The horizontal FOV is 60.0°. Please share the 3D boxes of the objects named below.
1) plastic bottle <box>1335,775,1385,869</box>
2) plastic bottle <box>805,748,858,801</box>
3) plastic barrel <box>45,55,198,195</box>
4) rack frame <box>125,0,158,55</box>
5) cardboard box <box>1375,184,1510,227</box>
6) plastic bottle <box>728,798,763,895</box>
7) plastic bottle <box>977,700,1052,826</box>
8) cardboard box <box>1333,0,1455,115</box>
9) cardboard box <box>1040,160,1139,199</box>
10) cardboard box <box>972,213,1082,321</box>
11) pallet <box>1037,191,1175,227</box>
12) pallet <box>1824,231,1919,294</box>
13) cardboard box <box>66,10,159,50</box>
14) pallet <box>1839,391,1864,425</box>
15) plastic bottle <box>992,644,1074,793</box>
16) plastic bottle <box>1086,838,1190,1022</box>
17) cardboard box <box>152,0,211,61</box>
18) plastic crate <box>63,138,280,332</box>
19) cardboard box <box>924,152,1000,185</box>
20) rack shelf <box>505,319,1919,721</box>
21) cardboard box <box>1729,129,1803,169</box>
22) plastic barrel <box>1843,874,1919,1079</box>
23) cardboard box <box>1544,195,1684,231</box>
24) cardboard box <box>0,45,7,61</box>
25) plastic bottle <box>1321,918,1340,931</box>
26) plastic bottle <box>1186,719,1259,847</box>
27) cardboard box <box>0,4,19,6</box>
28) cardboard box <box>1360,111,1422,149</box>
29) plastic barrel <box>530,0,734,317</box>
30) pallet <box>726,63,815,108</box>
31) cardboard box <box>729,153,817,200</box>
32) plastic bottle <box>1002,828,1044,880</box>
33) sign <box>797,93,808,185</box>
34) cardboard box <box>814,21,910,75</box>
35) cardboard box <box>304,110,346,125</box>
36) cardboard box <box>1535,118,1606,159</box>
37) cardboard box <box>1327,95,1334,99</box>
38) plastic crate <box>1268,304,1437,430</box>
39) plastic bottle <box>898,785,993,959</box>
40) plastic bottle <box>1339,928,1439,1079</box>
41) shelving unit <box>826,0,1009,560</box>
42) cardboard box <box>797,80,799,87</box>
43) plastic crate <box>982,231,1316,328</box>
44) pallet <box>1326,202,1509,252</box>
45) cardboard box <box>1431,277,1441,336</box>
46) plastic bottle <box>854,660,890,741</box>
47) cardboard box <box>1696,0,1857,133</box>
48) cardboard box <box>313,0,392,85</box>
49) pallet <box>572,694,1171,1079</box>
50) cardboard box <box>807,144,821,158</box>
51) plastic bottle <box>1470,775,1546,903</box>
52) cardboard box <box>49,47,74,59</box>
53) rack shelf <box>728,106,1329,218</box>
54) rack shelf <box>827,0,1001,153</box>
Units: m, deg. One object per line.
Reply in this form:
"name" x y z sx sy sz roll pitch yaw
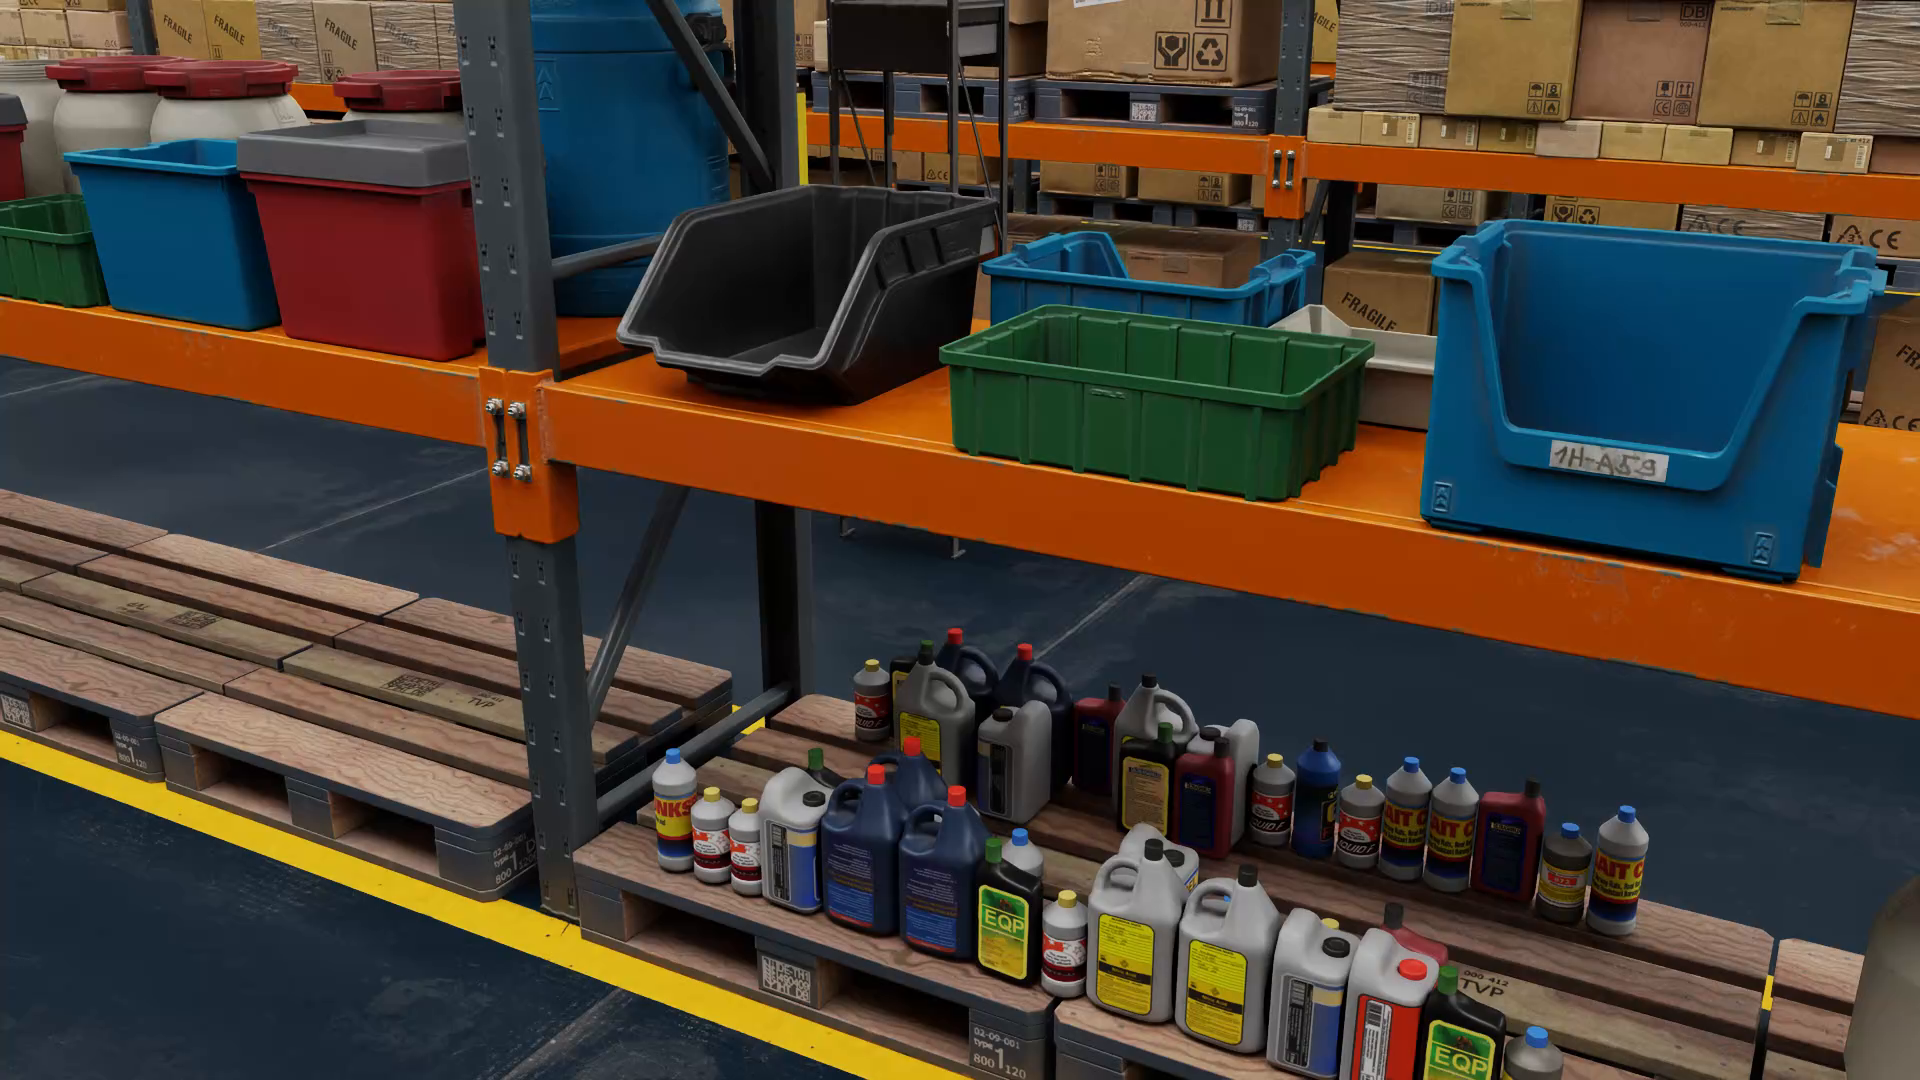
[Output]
"plastic bottle" 0.894 0.621 3.712 0.097 0.201 0.097 0 20 0
"plastic bottle" -0.283 0.599 3.652 0.133 0.283 0.061 11 23 27
"plastic barrel" -2.441 -1.150 4.938 0.433 0.535 0.433 0 20 0
"rack frame" -5.263 -3.473 11.540 0.127 3.000 1.000 11 23 27
"cardboard box" 3.643 -2.819 12.420 0.750 0.750 1.050 11 23 27
"plastic bottle" -0.452 0.658 3.611 0.097 0.201 0.097 0 20 0
"plastic bottle" 0.126 0.507 3.918 0.135 0.276 0.152 11 23 27
"cardboard box" 2.084 -2.236 7.548 0.500 0.500 0.875 11 23 27
"cardboard box" 1.224 -3.279 13.690 0.750 0.750 1.050 10 22 27
"cardboard box" 0.300 -1.461 9.013 0.500 0.500 0.700 9 22 23
"pallet" 1.388 -2.803 13.783 1.213 0.211 1.003 11 23 27
"pallet" 5.923 -1.939 11.401 1.213 0.211 1.003 11 23 27
"cardboard box" -5.776 -3.538 11.502 0.500 0.250 0.500 10 22 26
"pallet" 3.394 -0.528 7.511 1.213 0.211 1.003 11 23 27
"plastic bottle" 0.176 0.424 4.038 0.185 0.351 0.144 10 22 25
"plastic bottle" 0.344 0.730 3.193 0.185 0.351 0.144 11 22 27
"cardboard box" -4.983 -3.369 11.107 0.500 0.500 0.500 11 23 27
"plastic crate" -1.809 -0.751 4.061 0.575 0.384 0.392 11 23 27
"cardboard box" 0.034 -3.321 14.173 0.500 0.500 0.500 11 23 27
"rack shelf" 1.052 0.003 3.014 4.000 0.370 1.077 11 23 27
"cardboard box" 3.319 -1.626 6.816 0.250 0.149 0.380 11 23 27
"plastic barrel" 1.749 0.799 2.796 0.421 0.512 0.421 0 20 0
"cardboard box" 4.743 -2.675 11.842 0.875 0.875 0.875 11 23 28
"cardboard box" -6.811 -3.522 12.043 0.250 0.149 0.380 10 22 26
"plastic bottle" 0.698 0.818 3.171 0.097 0.201 0.097 0 20 0
"plastic bottle" 0.598 0.541 3.825 0.135 0.276 0.152 11 23 28
"cardboard box" -7.115 -3.793 12.206 0.500 0.250 0.500 10 22 26
"cardboard box" 1.974 -1.854 7.445 0.250 0.149 0.380 11 23 27
"plastic barrel" -0.884 -1.058 4.148 0.708 0.901 0.600 11 23 27
"pallet" -1.097 -2.631 9.500 1.003 0.211 1.213 11 23 27
"cardboard box" -1.171 -2.090 9.647 0.500 0.250 0.500 12 23 29
"plastic bottle" 0.120 0.710 3.364 0.097 0.271 0.097 0 20 0
"sign" -0.416 -0.960 4.207 0.005 0.325 0.100 11 23 27
"cardboard box" -0.420 -2.587 8.703 0.500 0.250 0.500 10 22 26
"cardboard box" -3.914 -2.423 11.145 0.875 0.875 1.225 10 22 25
"cardboard box" 2.627 -1.728 7.098 0.250 0.149 0.380 11 23 27
"cardboard box" 4.199 -4.503 17.617 0.625 0.372 0.950 10 22 26
"plastic crate" 0.847 -0.349 3.316 0.437 0.136 0.530 11 23 27
"plastic bottle" -0.027 0.660 3.388 0.185 0.351 0.144 10 22 25
"plastic bottle" 0.774 0.846 2.984 0.135 0.276 0.152 11 23 28
"shelving unit" -0.145 -1.015 6.083 0.503 2.100 0.431 11 23 27
"cardboard box" -1.330 -3.932 14.756 0.500 0.250 0.500 12 23 29
"plastic crate" 0.405 -0.495 3.549 0.616 0.251 0.499 11 23 27
"pallet" 3.518 -2.397 12.665 1.213 0.211 1.003 11 23 27
"cardboard box" 2.555 -0.993 7.755 0.500 0.500 0.500 -17 26 -39
"plastic bottle" -0.225 0.408 4.300 0.097 0.201 0.097 0 20 0
"cardboard box" 3.405 -1.994 6.880 0.500 0.500 0.875 11 23 27
"cardboard box" -3.653 -3.118 10.415 0.500 0.500 0.500 11 23 28
"pallet" -0.128 0.767 3.941 1.213 0.211 1.003 11 23 27
"cardboard box" -1.313 -3.583 14.893 0.500 0.500 0.500 11 23 28
"plastic bottle" 1.178 0.630 3.568 0.133 0.283 0.061 11 23 28
"cardboard box" -6.138 -3.394 11.690 0.250 0.149 0.380 10 22 26
"rack shelf" -0.025 -2.137 8.912 4.000 0.370 1.077 11 23 27
"rack shelf" -0.144 -1.660 5.849 0.480 0.518 0.431 11 23 27
